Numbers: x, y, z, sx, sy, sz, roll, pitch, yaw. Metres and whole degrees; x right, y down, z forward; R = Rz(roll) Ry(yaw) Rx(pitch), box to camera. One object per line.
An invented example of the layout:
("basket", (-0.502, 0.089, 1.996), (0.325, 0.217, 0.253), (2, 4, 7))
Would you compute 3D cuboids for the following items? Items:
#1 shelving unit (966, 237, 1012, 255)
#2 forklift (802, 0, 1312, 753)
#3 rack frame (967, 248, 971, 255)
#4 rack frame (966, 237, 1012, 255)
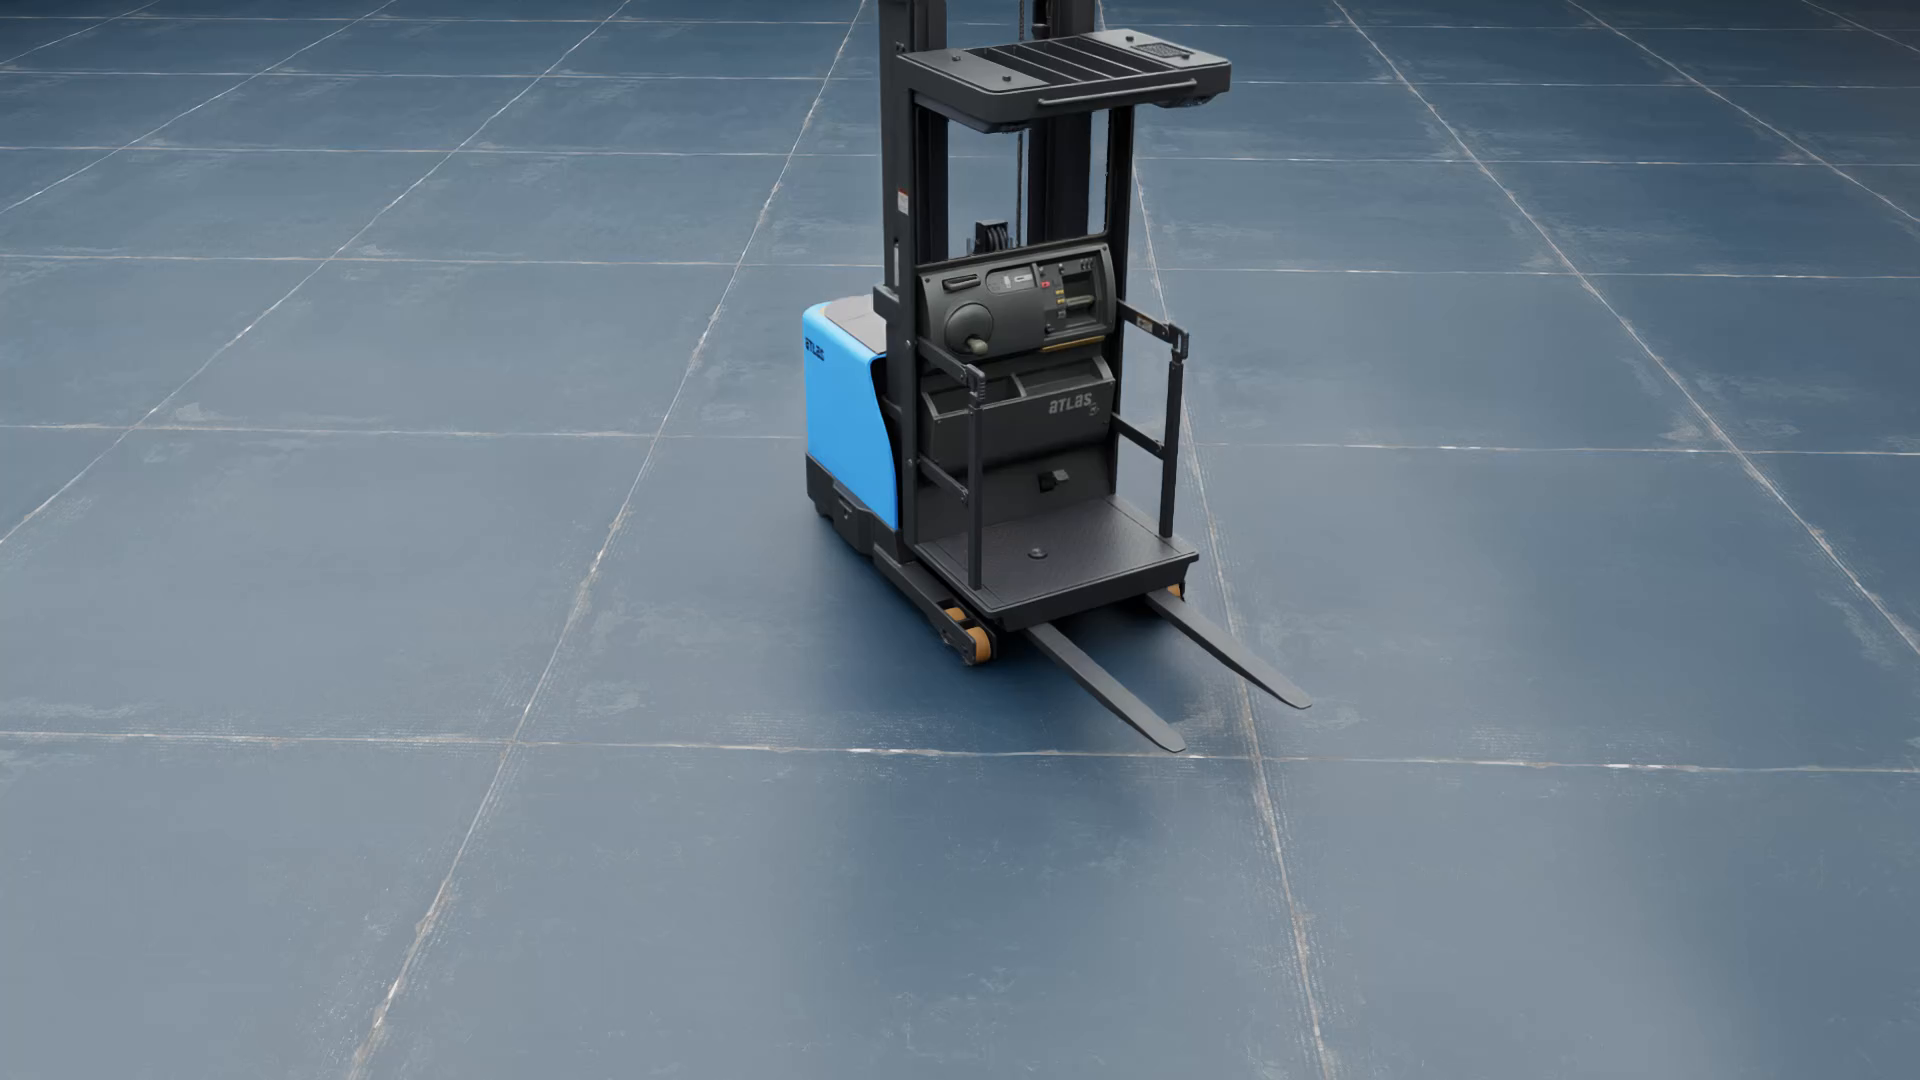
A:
("shelving unit", (0.155, -1.006, 8.866), (0.258, 1.200, 0.189), (-1, 28, -1))
("forklift", (0.367, -0.994, 6.995), (1.130, 2.935, 3.031), (-14, 31, -25))
("rack frame", (0.157, -0.963, 8.785), (0.240, 1.200, 0.006), (-1, 28, -1))
("rack frame", (0.152, -1.049, 8.947), (0.240, 1.200, 0.006), (-1, 28, -1))
